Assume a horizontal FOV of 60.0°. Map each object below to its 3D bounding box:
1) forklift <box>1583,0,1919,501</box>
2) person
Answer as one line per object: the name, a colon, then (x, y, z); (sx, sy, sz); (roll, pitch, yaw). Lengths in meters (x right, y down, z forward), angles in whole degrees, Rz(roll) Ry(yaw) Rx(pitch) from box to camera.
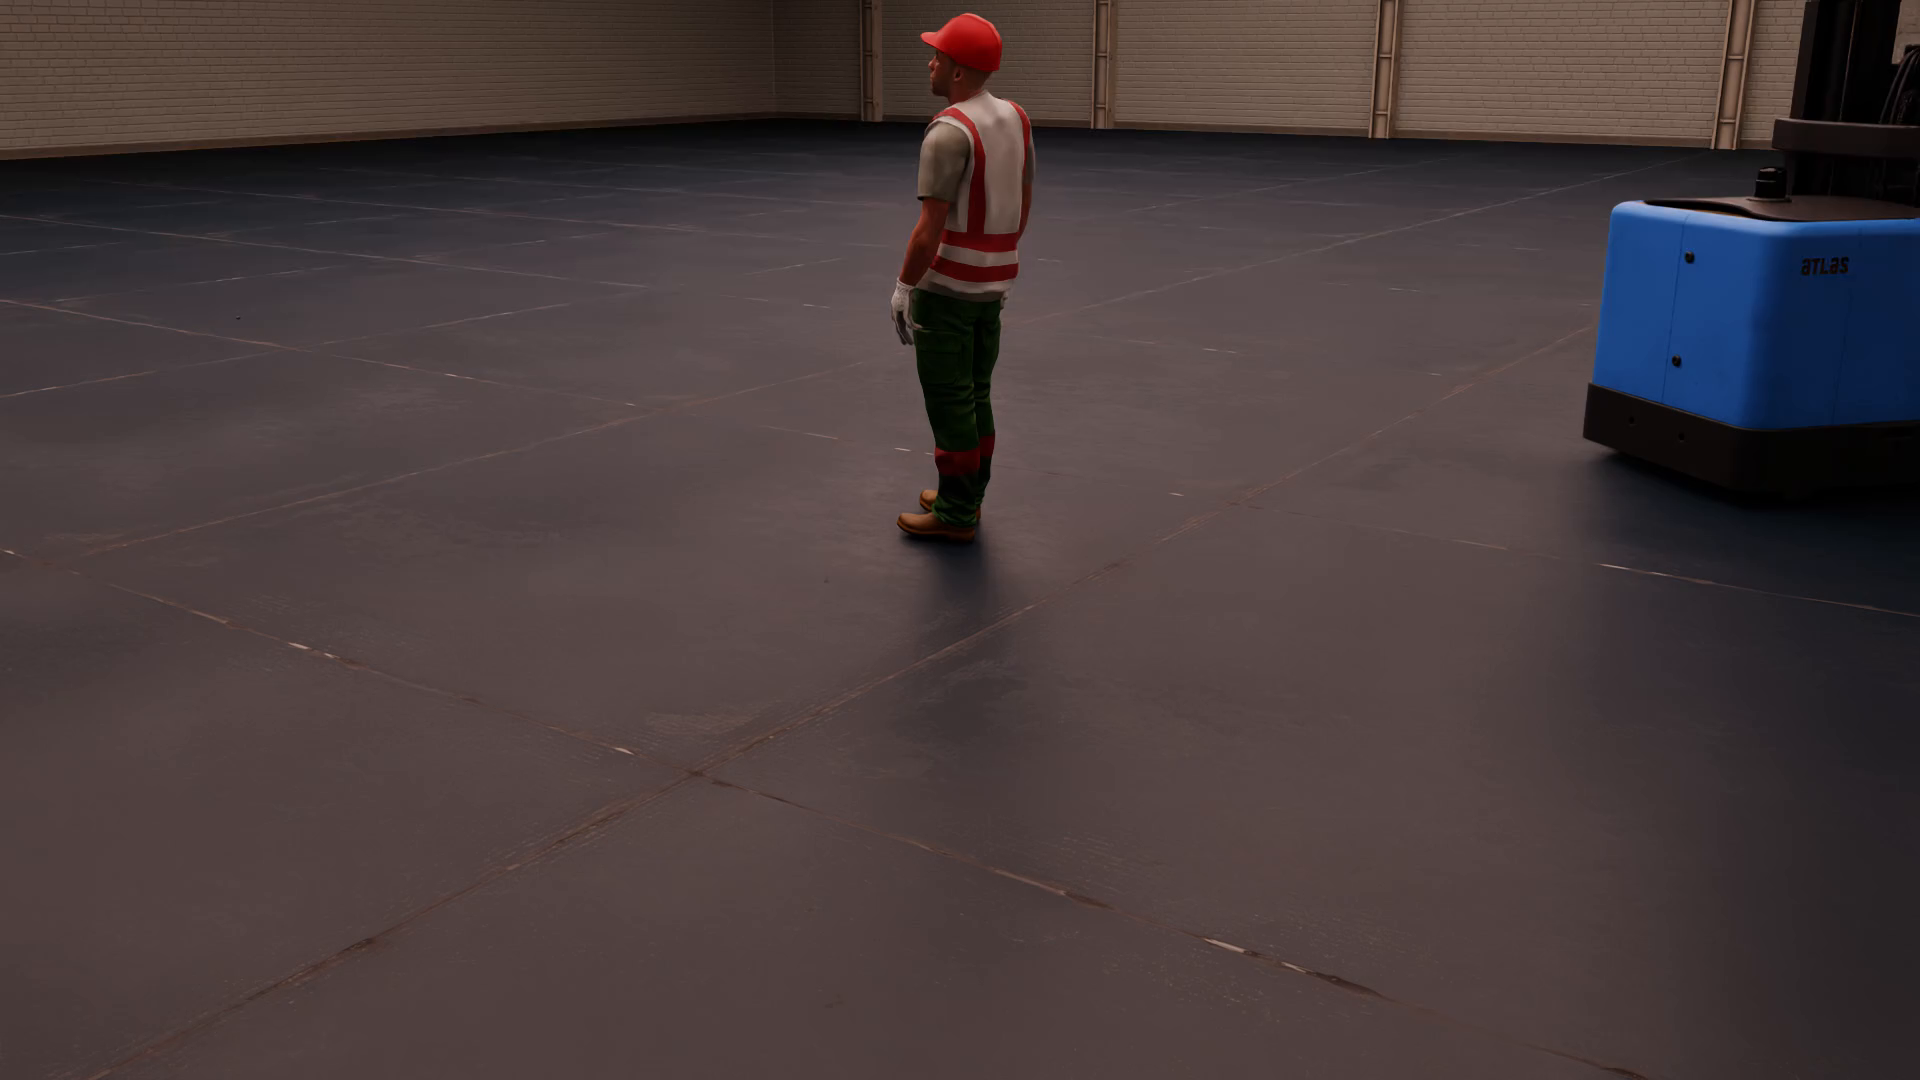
forklift: (4.264, -1.772, 6.759); (3.031, 2.935, 1.130); (-5, 17, -16)
person: (-0.061, -0.879, 5.743); (0.562, 1.789, 0.638); (11, 20, 33)
